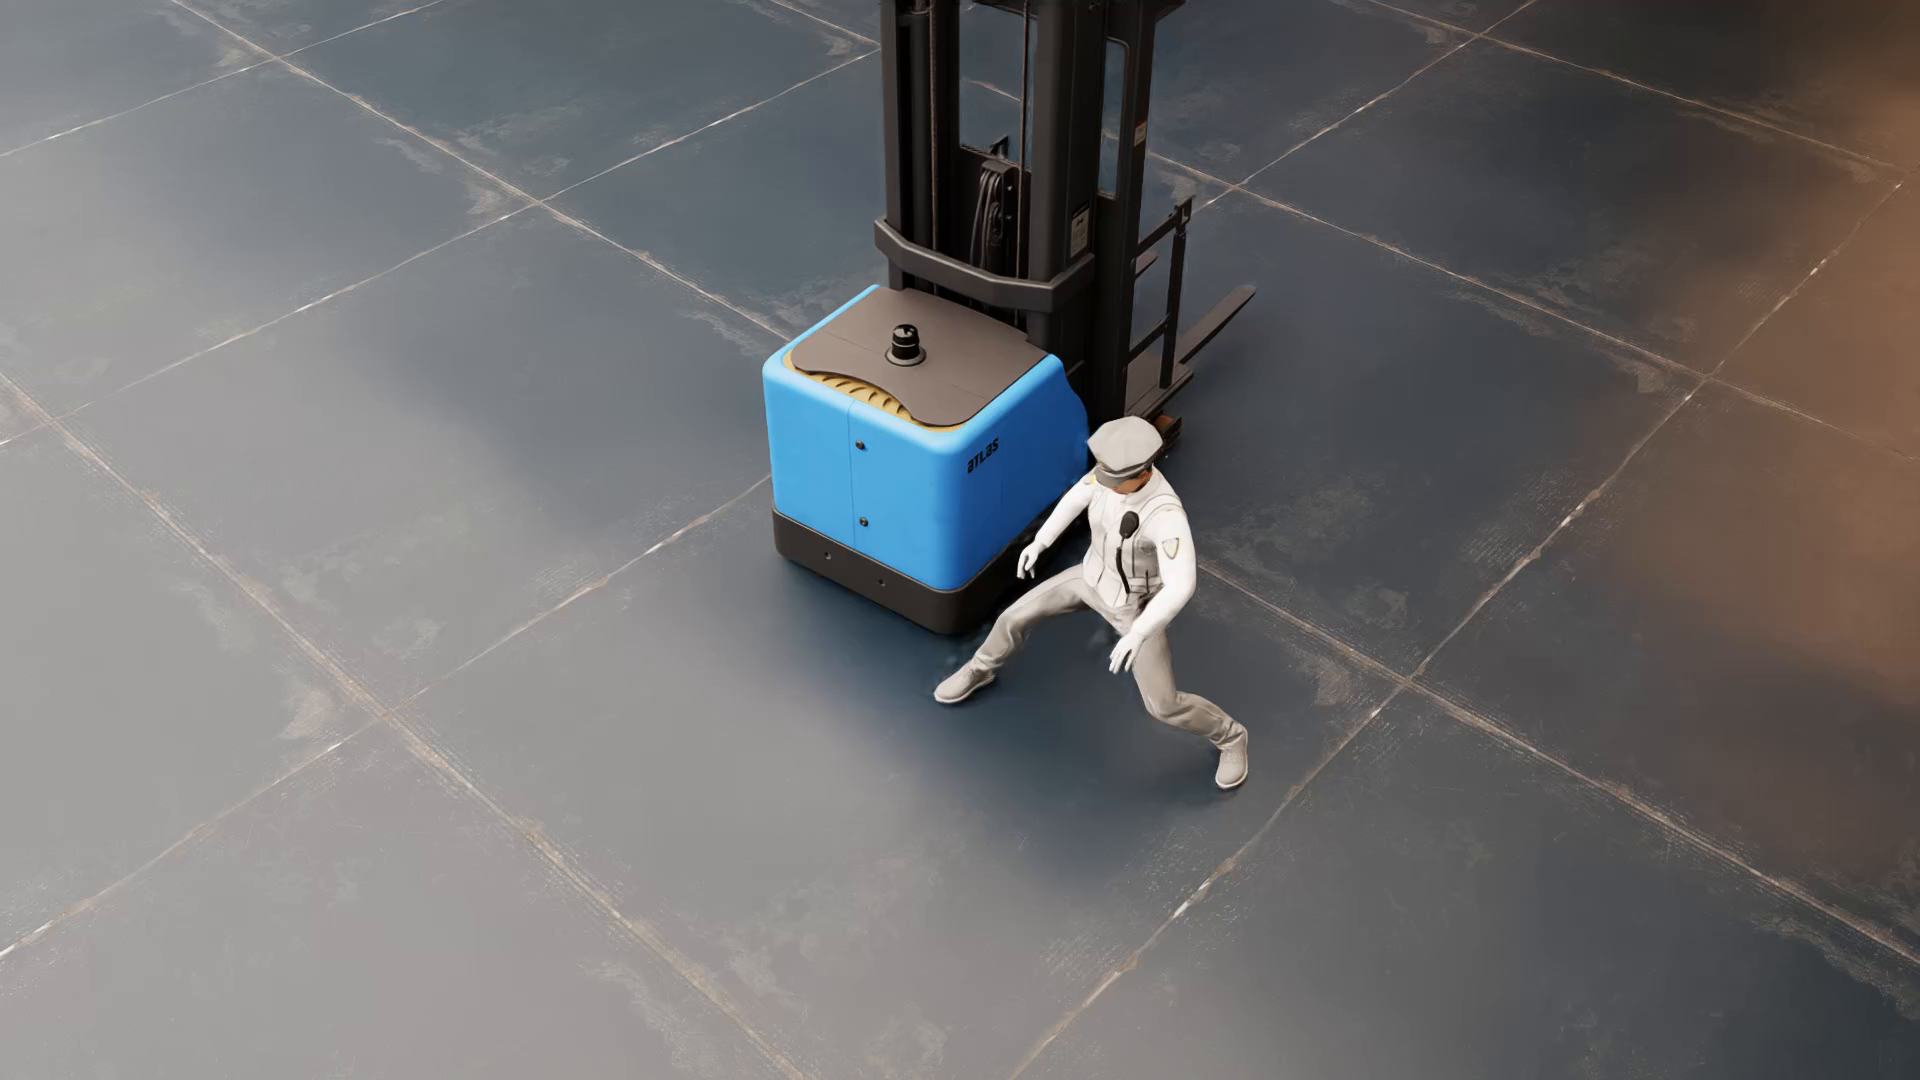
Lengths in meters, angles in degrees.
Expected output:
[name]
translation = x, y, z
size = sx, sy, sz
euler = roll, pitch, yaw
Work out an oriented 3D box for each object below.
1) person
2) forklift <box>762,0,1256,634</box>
[person]
translation = 0.551, 0.226, 6.293
size = 0.958, 1.489, 1.066
euler = -21, 45, -23
[forklift]
translation = 0.431, -1.627, 7.324
size = 1.130, 2.935, 3.031
euler = 25, 47, 26
